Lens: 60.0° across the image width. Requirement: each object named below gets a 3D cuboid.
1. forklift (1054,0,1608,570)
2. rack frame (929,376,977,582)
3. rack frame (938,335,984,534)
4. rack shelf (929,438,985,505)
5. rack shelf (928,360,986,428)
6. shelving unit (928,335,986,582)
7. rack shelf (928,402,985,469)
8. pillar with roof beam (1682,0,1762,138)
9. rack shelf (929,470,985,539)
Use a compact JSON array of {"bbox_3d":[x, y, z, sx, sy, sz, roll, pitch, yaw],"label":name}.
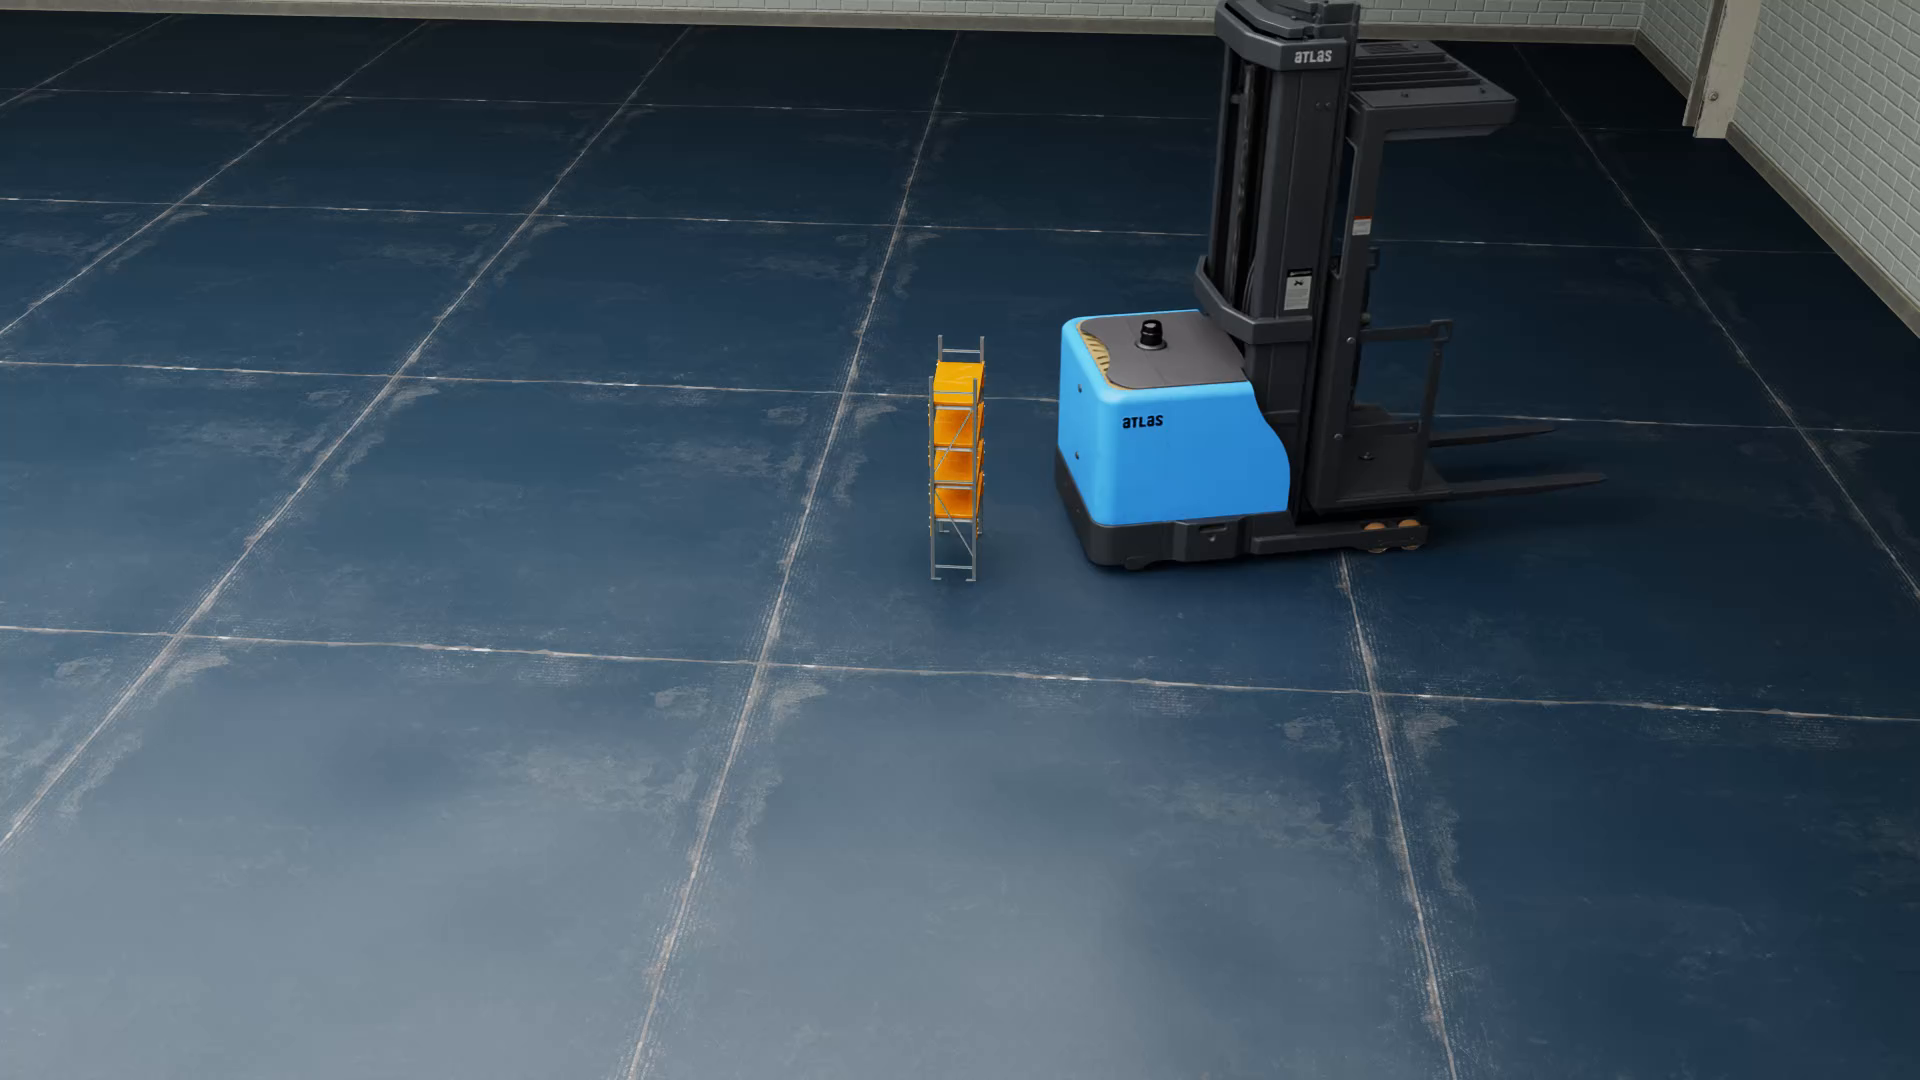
[{"bbox_3d":[2.114,-1.444,8.800,3.031,2.935,1.130,-5,32,-8],"label":"forklift"},{"bbox_3d":[-0.033,-0.297,8.588,0.240,1.200,0.015,2,32,4],"label":"rack frame"},{"bbox_3d":[0.006,-0.552,9.002,0.240,1.200,0.015,2,32,4],"label":"rack frame"},{"bbox_3d":[-0.013,-0.367,8.830,0.258,0.148,0.480,2,32,4],"label":"rack shelf"},{"bbox_3d":[-0.013,-0.759,8.589,0.258,0.148,0.480,2,32,4],"label":"rack shelf"},{"bbox_3d":[-0.013,-0.424,8.795,0.258,1.200,0.503,2,32,4],"label":"shelving unit"},{"bbox_3d":[-0.013,-0.557,8.713,0.258,0.148,0.480,2,32,4],"label":"rack shelf"},{"bbox_3d":[2.607,-7.800,13.330,9.100,9.000,0.400,2,32,4],"label":"pillar with roof beam"},{"bbox_3d":[-0.013,-0.198,8.934,0.258,0.148,0.480,2,32,4],"label":"rack shelf"}]
